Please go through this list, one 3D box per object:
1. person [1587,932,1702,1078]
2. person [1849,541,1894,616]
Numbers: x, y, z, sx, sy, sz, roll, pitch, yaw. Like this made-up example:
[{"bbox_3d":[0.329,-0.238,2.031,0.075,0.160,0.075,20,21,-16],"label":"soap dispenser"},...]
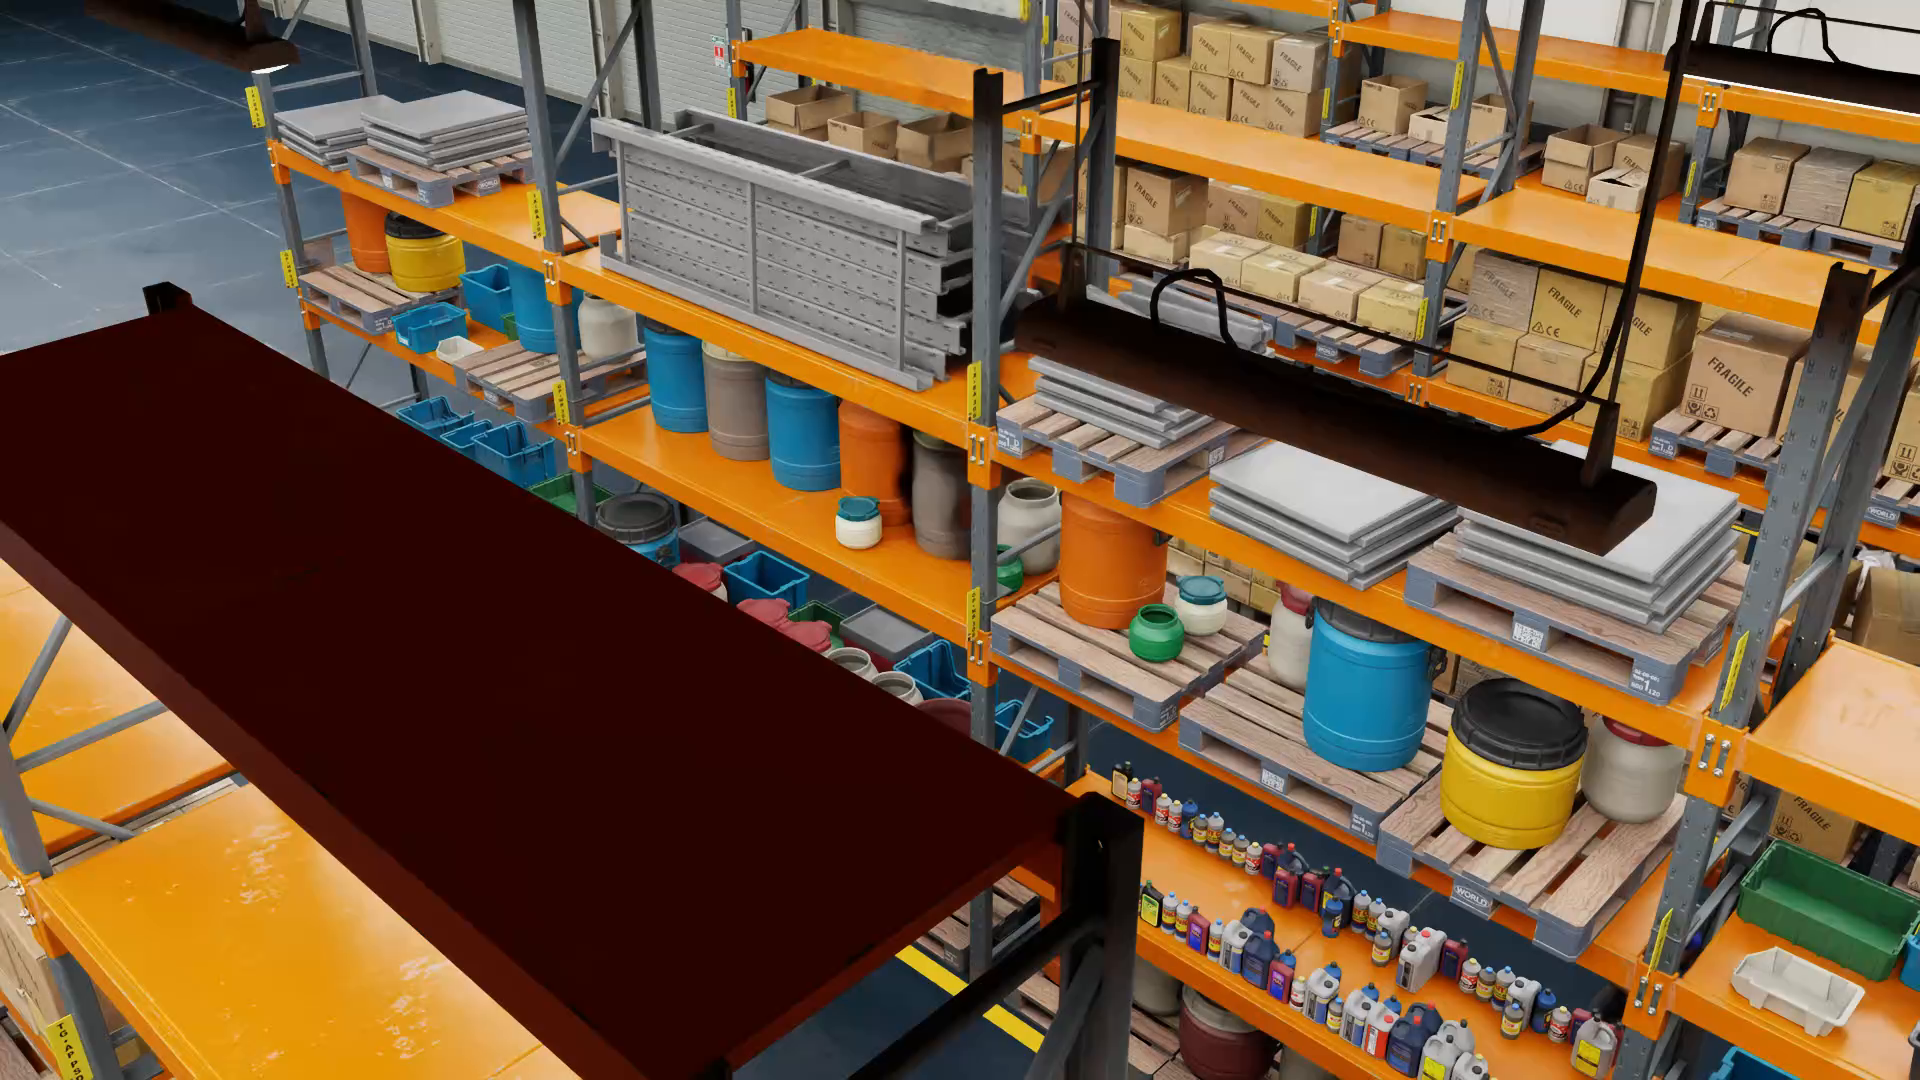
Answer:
[{"bbox_3d":[3.969,2.727,9.730,0.774,1.721,0.558,21,36,32],"label":"person"},{"bbox_3d":[7.325,0.568,13.574,0.558,1.657,0.583,23,37,35],"label":"person"}]
